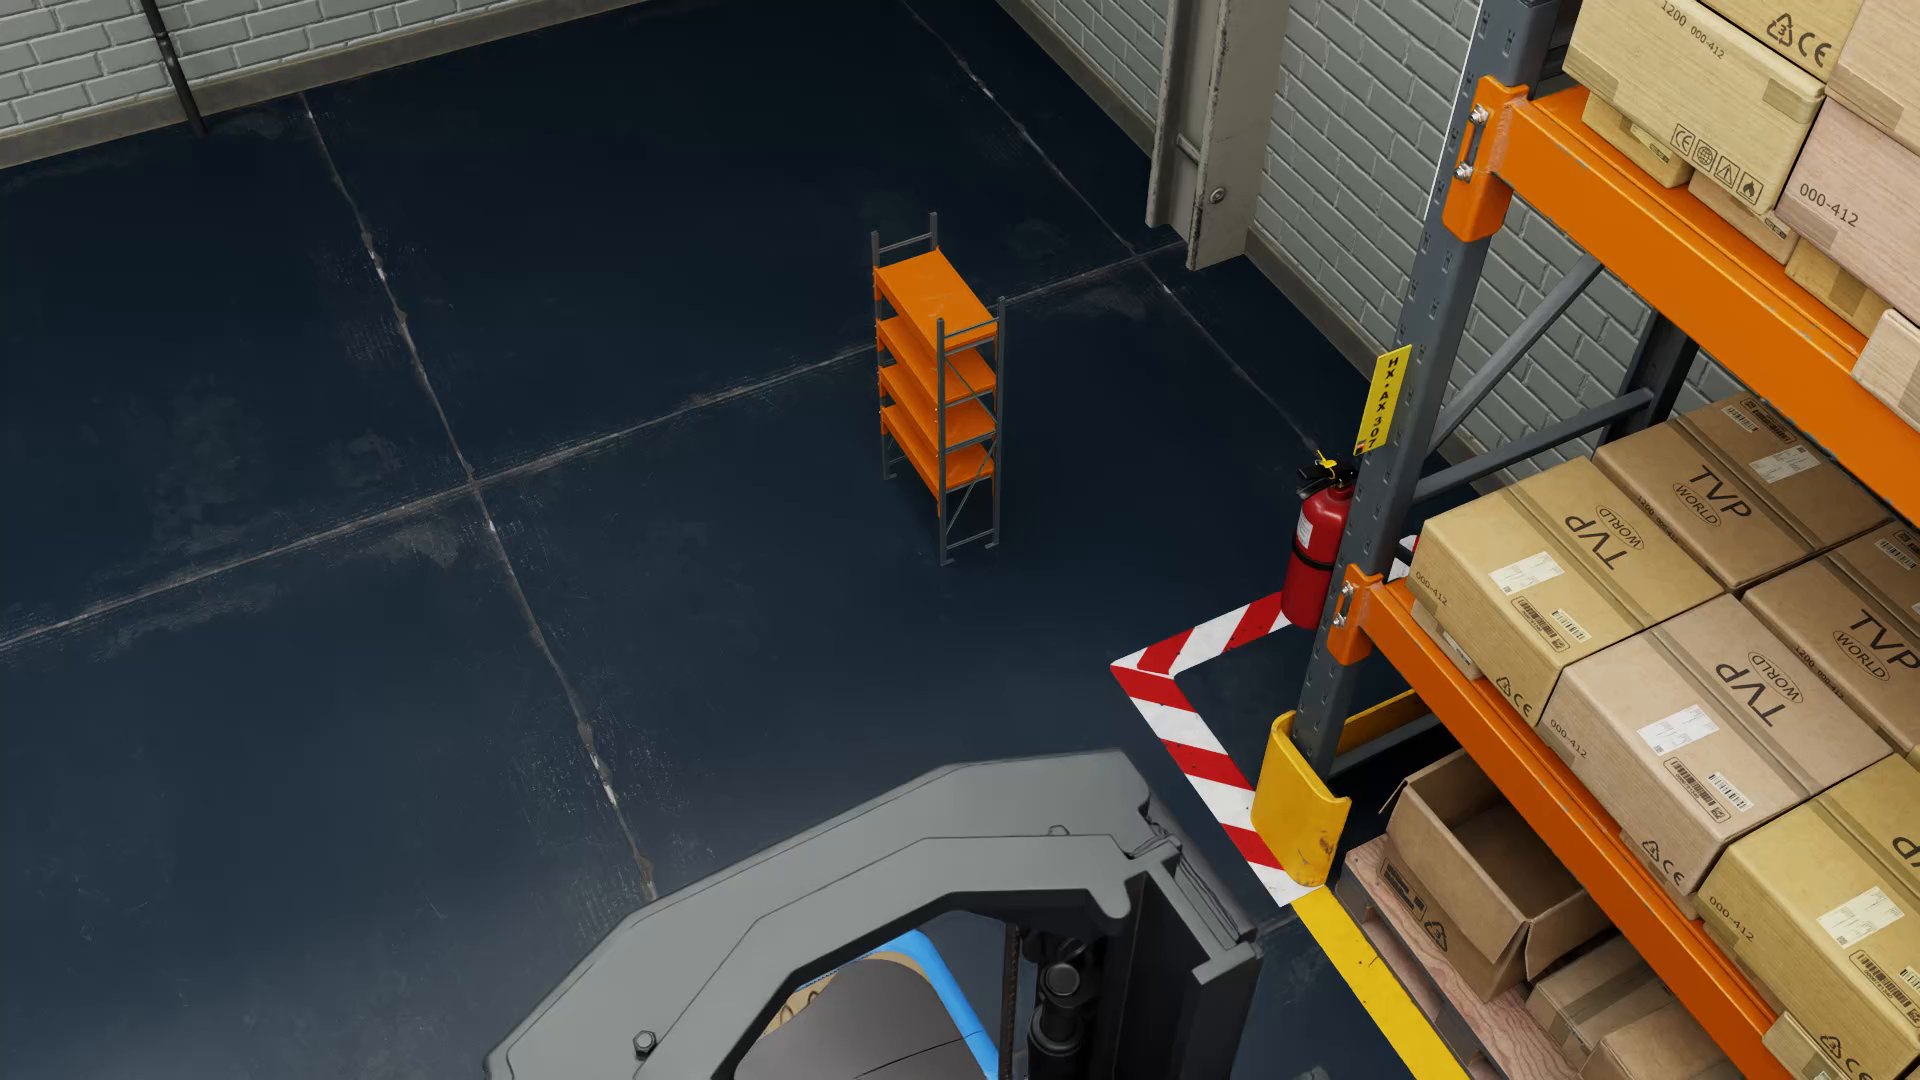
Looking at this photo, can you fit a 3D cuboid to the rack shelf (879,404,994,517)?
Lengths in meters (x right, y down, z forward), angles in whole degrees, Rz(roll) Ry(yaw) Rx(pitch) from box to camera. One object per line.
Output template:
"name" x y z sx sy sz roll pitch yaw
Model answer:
"rack shelf" -0.076 -0.331 6.095 0.258 0.148 0.480 -21 52 -18

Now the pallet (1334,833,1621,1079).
"pallet" 1.893 1.269 5.000 1.003 0.211 1.213 -21 52 -18

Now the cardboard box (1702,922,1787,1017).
"cardboard box" 1.895 0.848 3.682 0.380 0.149 0.250 -20 52 -17

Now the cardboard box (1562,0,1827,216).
"cardboard box" 1.453 -0.878 2.934 0.500 0.250 0.500 -22 52 -18

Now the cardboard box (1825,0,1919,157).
"cardboard box" 1.688 -0.703 2.449 0.500 0.250 0.500 -22 52 -18

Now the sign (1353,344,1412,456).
"sign" 1.010 -0.331 3.972 0.100 0.325 0.005 -21 52 -18

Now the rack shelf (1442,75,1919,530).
"rack shelf" 2.408 0.355 2.432 1.077 0.370 4.000 -21 52 -18

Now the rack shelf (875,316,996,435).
"rack shelf" -0.076 -0.609 5.778 0.258 0.148 0.480 -21 52 -18

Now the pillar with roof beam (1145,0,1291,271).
"pillar with roof beam" -2.768 -2.840 2.756 9.100 9.000 0.400 -21 52 -18

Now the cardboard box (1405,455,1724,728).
"cardboard box" 1.461 0.115 4.059 0.500 0.250 0.500 -21 52 -17

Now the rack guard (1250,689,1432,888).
"rack guard" 1.527 0.641 5.357 1.175 0.500 0.348 -21 52 -18

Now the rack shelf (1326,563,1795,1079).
"rack shelf" 2.408 1.342 3.561 1.077 0.370 4.000 -21 52 -18

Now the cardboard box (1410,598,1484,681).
"cardboard box" 1.399 0.164 4.281 0.380 0.149 0.250 -22 52 -18

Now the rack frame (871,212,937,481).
"rack frame" -0.187 -0.669 6.038 0.240 1.200 0.015 -21 52 -18

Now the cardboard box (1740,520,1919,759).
"cardboard box" 2.174 0.280 3.914 0.500 0.250 0.500 -21 52 -17

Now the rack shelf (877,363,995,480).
"rack shelf" -0.076 -0.462 5.946 0.258 0.148 0.480 -21 52 -18

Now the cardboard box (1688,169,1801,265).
"cardboard box" 1.575 -0.678 3.024 0.380 0.149 0.250 -20 52 -17

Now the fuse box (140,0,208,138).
"fuse box" -3.586 -2.488 7.290 0.539 1.711 0.414 -21 52 -18

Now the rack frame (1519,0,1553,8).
"rack frame" 1.493 -2.208 2.203 1.000 3.000 0.127 -21 52 -18

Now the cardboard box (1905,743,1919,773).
"cardboard box" 2.396 0.613 3.623 0.500 0.250 0.500 -20 52 -16

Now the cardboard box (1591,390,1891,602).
"cardboard box" 1.939 -0.065 4.216 0.500 0.250 0.500 -20 52 -16

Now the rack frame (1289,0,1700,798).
"rack frame" 1.493 -0.233 4.461 1.000 3.000 0.127 -21 52 -18

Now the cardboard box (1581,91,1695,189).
"cardboard box" 1.432 -0.844 3.170 0.380 0.149 0.250 -20 52 -17

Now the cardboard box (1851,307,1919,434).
"cardboard box" 1.700 -0.298 2.692 0.380 0.149 0.250 -20 52 -17

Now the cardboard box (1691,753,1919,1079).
"cardboard box" 1.926 0.790 3.468 0.500 0.250 0.500 -22 52 -18

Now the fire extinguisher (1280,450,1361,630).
"fire extinguisher" 1.014 -0.024 4.577 0.296 0.674 0.183 -21 52 -18

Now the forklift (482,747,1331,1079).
"forklift" 0.182 1.803 2.726 1.130 2.935 3.031 -23 53 -19

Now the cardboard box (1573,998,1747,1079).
"cardboard box" 2.045 1.479 4.345 0.700 0.500 0.500 -19 52 -16

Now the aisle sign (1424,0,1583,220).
"aisle sign" 1.200 -1.033 3.434 0.394 0.787 0.004 -21 52 -18

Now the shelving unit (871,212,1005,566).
"shelving unit" -0.076 -0.506 5.895 0.258 1.200 0.503 -21 52 -18

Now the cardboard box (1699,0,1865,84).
"cardboard box" 1.472 -1.050 2.753 0.500 0.250 0.500 -22 52 -18

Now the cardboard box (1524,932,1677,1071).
"cardboard box" 1.848 1.307 4.729 0.380 0.149 0.250 -23 53 -19

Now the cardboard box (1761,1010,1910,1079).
"cardboard box" 1.944 1.043 3.511 0.380 0.149 0.250 -23 53 -19

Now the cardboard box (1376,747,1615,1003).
"cardboard box" 1.688 0.893 4.856 0.797 0.503 0.637 -23 53 -19

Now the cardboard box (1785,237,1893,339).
"cardboard box" 1.677 -0.500 2.869 0.380 0.149 0.250 -21 52 -17

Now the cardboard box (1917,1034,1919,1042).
"cardboard box" 2.147 0.872 2.899 0.500 0.500 0.500 -20 52 -17

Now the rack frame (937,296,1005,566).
"rack frame" 0.036 -0.342 5.752 0.240 1.200 0.015 -21 52 -18

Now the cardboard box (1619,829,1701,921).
"cardboard box" 1.769 0.673 3.836 0.380 0.149 0.250 -20 52 -16

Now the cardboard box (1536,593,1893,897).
"cardboard box" 1.692 0.452 3.764 0.500 0.250 0.500 -21 52 -17

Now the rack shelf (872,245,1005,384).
"rack shelf" -0.076 -0.764 5.599 0.258 0.148 0.480 -21 52 -18

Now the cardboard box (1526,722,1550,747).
"cardboard box" 1.557 0.318 4.146 0.380 0.149 0.250 -20 52 -17

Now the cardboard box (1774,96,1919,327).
"cardboard box" 1.704 -0.545 2.643 0.500 0.250 0.500 -20 52 -17
